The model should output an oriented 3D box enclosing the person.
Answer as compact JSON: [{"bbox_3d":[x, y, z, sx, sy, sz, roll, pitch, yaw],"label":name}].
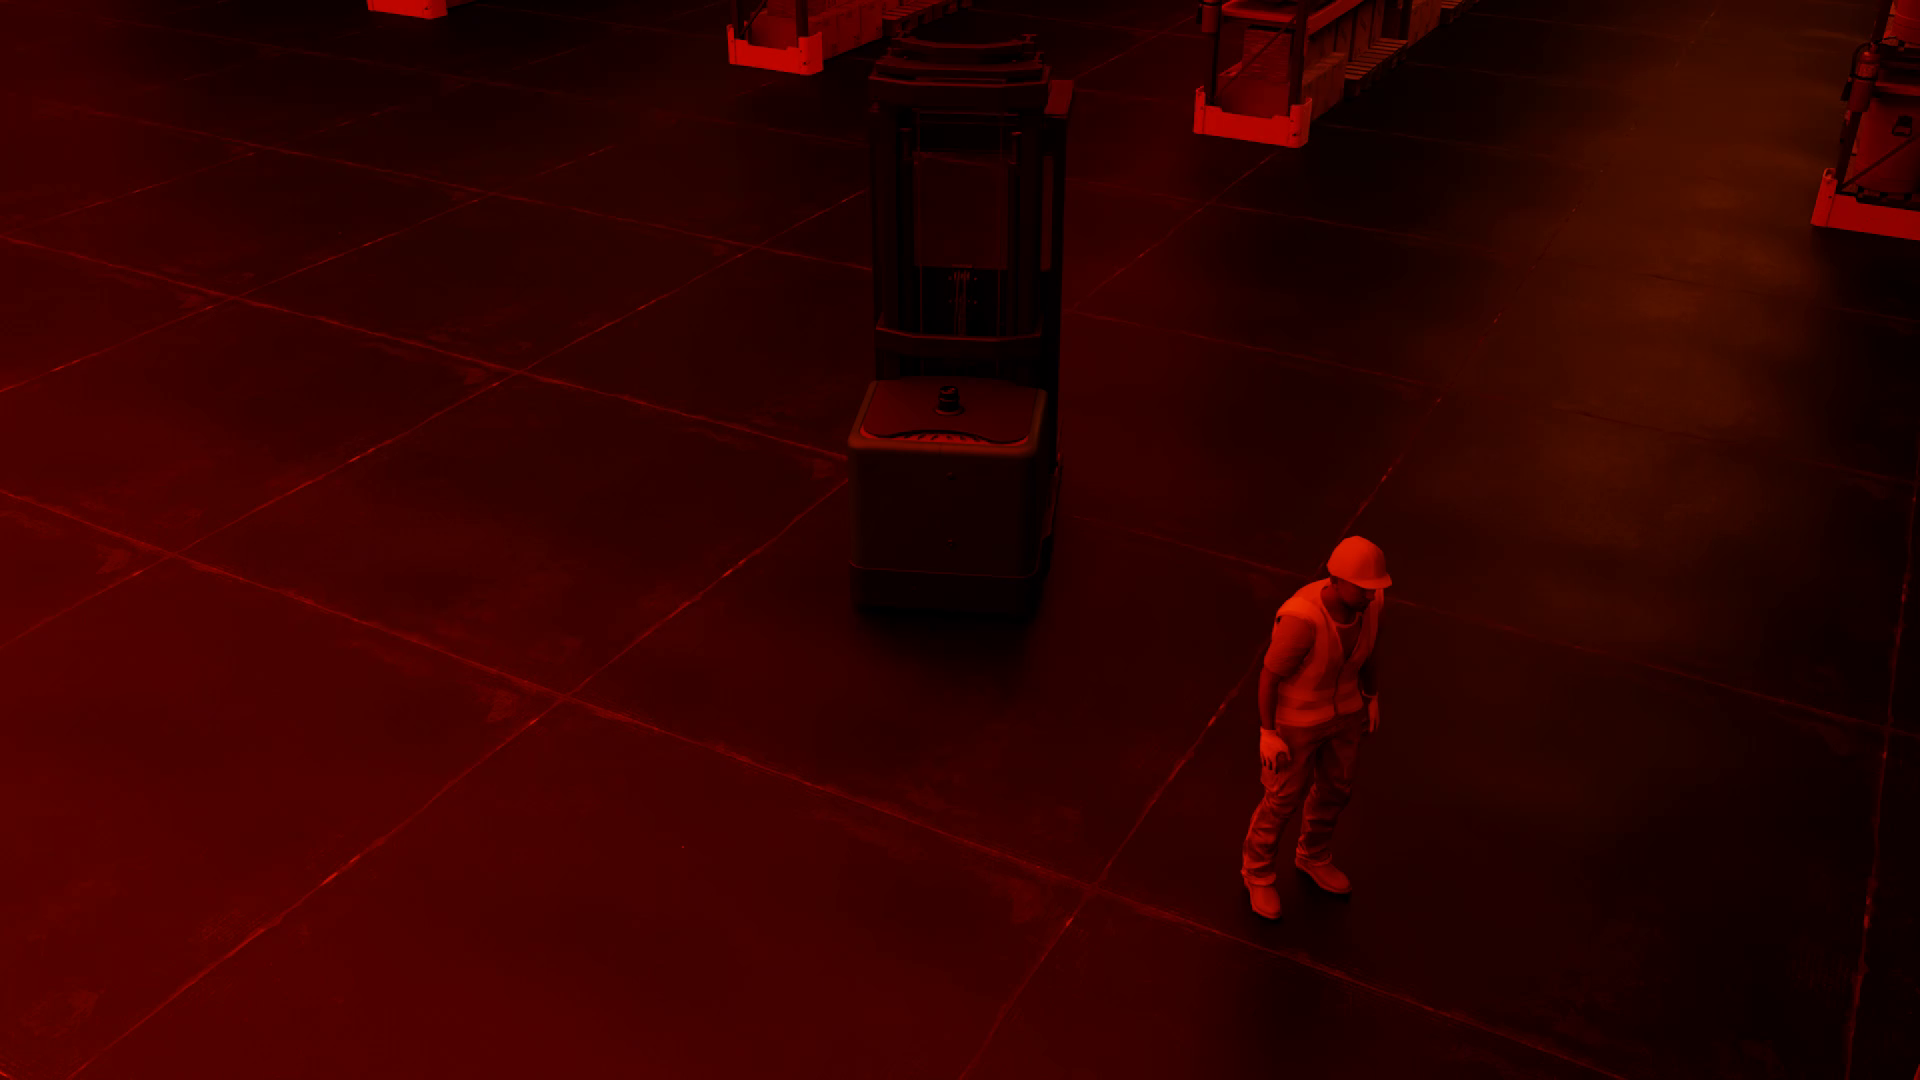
[{"bbox_3d":[1.500,0.748,6.936,0.625,1.773,0.452,-15,33,-24],"label":"person"}]

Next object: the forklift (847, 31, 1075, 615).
[{"bbox_3d":[0.072,-1.572,9.794,1.130,2.935,3.031,3,30,6],"label":"forklift"}]
